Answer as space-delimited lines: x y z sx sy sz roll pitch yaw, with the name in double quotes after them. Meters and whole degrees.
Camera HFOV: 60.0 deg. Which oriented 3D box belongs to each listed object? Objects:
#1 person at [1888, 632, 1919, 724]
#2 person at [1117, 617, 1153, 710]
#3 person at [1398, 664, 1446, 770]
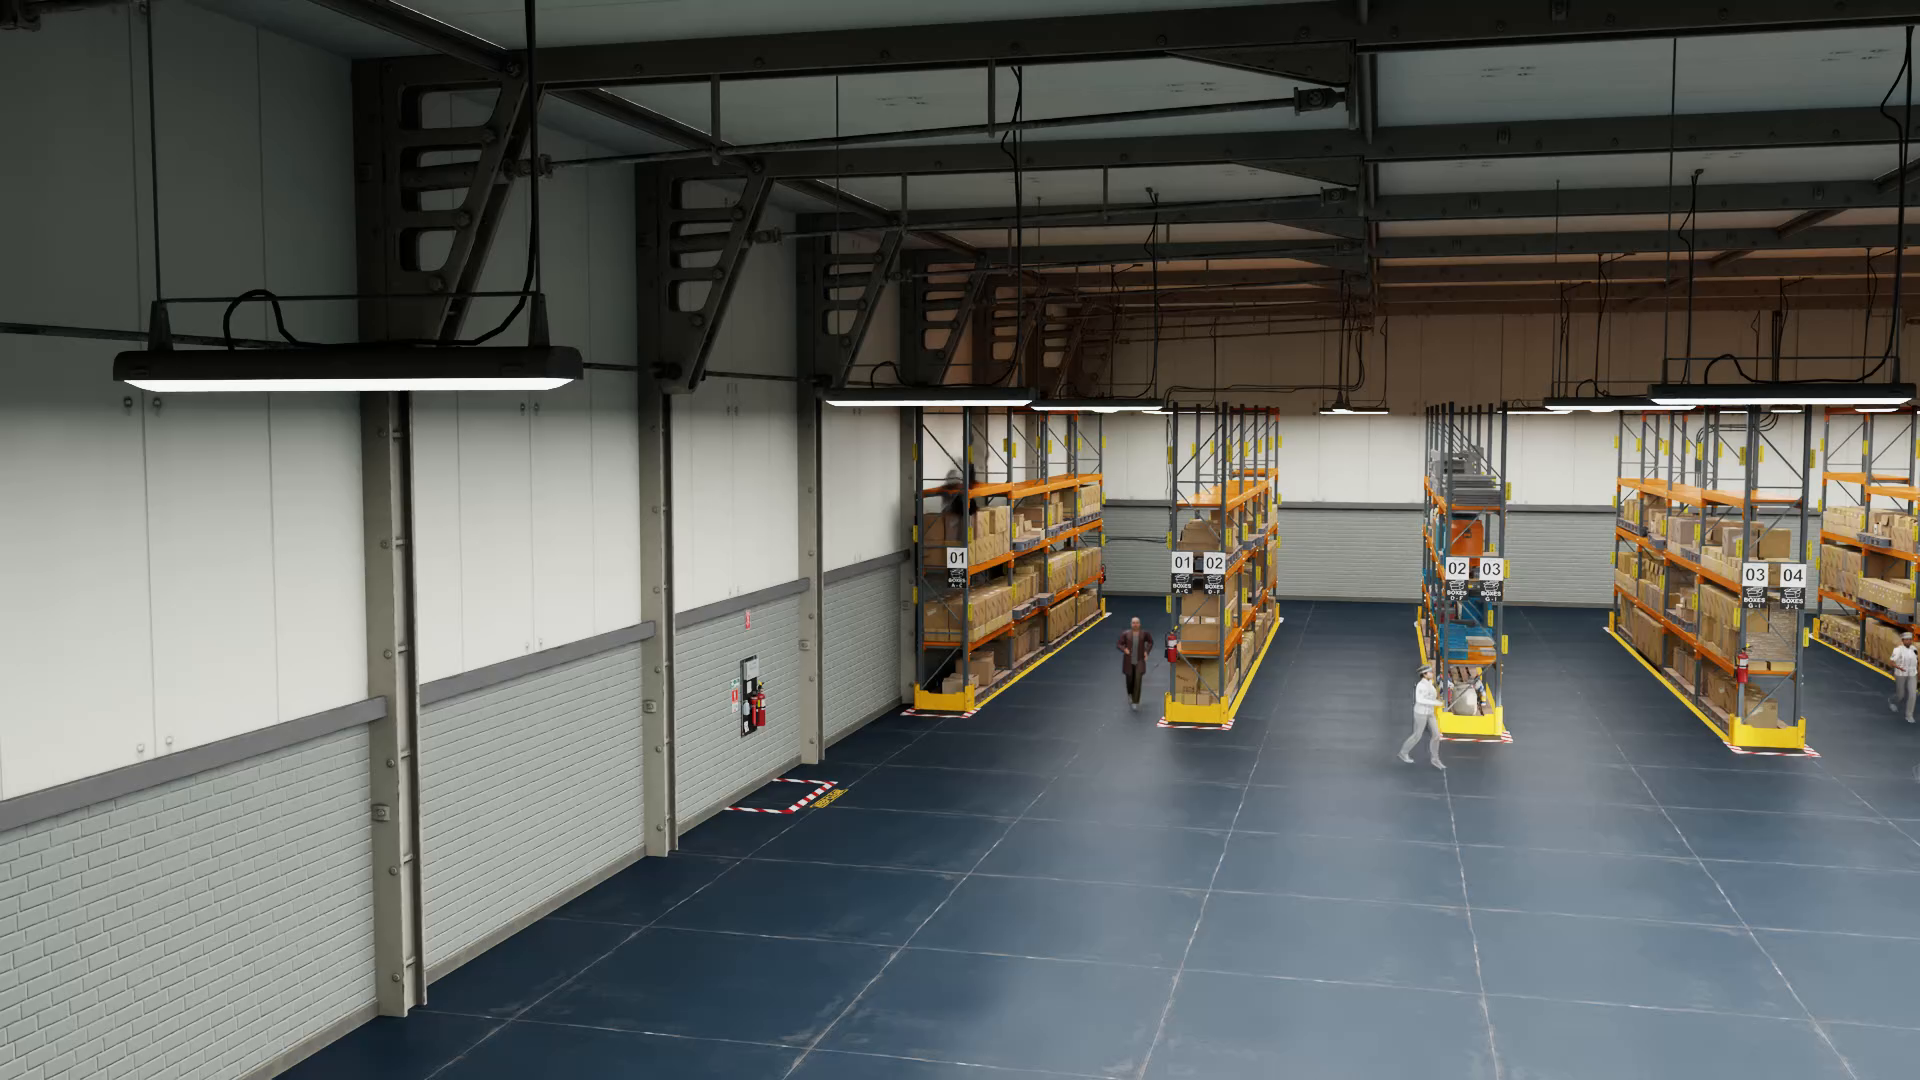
17.872 2.571 31.447 0.579 1.700 0.859 0 4 7 "person"
3.433 2.394 32.651 0.719 1.764 0.984 1 4 7 "person"
7.551 2.878 27.170 0.783 1.736 0.596 4 6 41 "person"
